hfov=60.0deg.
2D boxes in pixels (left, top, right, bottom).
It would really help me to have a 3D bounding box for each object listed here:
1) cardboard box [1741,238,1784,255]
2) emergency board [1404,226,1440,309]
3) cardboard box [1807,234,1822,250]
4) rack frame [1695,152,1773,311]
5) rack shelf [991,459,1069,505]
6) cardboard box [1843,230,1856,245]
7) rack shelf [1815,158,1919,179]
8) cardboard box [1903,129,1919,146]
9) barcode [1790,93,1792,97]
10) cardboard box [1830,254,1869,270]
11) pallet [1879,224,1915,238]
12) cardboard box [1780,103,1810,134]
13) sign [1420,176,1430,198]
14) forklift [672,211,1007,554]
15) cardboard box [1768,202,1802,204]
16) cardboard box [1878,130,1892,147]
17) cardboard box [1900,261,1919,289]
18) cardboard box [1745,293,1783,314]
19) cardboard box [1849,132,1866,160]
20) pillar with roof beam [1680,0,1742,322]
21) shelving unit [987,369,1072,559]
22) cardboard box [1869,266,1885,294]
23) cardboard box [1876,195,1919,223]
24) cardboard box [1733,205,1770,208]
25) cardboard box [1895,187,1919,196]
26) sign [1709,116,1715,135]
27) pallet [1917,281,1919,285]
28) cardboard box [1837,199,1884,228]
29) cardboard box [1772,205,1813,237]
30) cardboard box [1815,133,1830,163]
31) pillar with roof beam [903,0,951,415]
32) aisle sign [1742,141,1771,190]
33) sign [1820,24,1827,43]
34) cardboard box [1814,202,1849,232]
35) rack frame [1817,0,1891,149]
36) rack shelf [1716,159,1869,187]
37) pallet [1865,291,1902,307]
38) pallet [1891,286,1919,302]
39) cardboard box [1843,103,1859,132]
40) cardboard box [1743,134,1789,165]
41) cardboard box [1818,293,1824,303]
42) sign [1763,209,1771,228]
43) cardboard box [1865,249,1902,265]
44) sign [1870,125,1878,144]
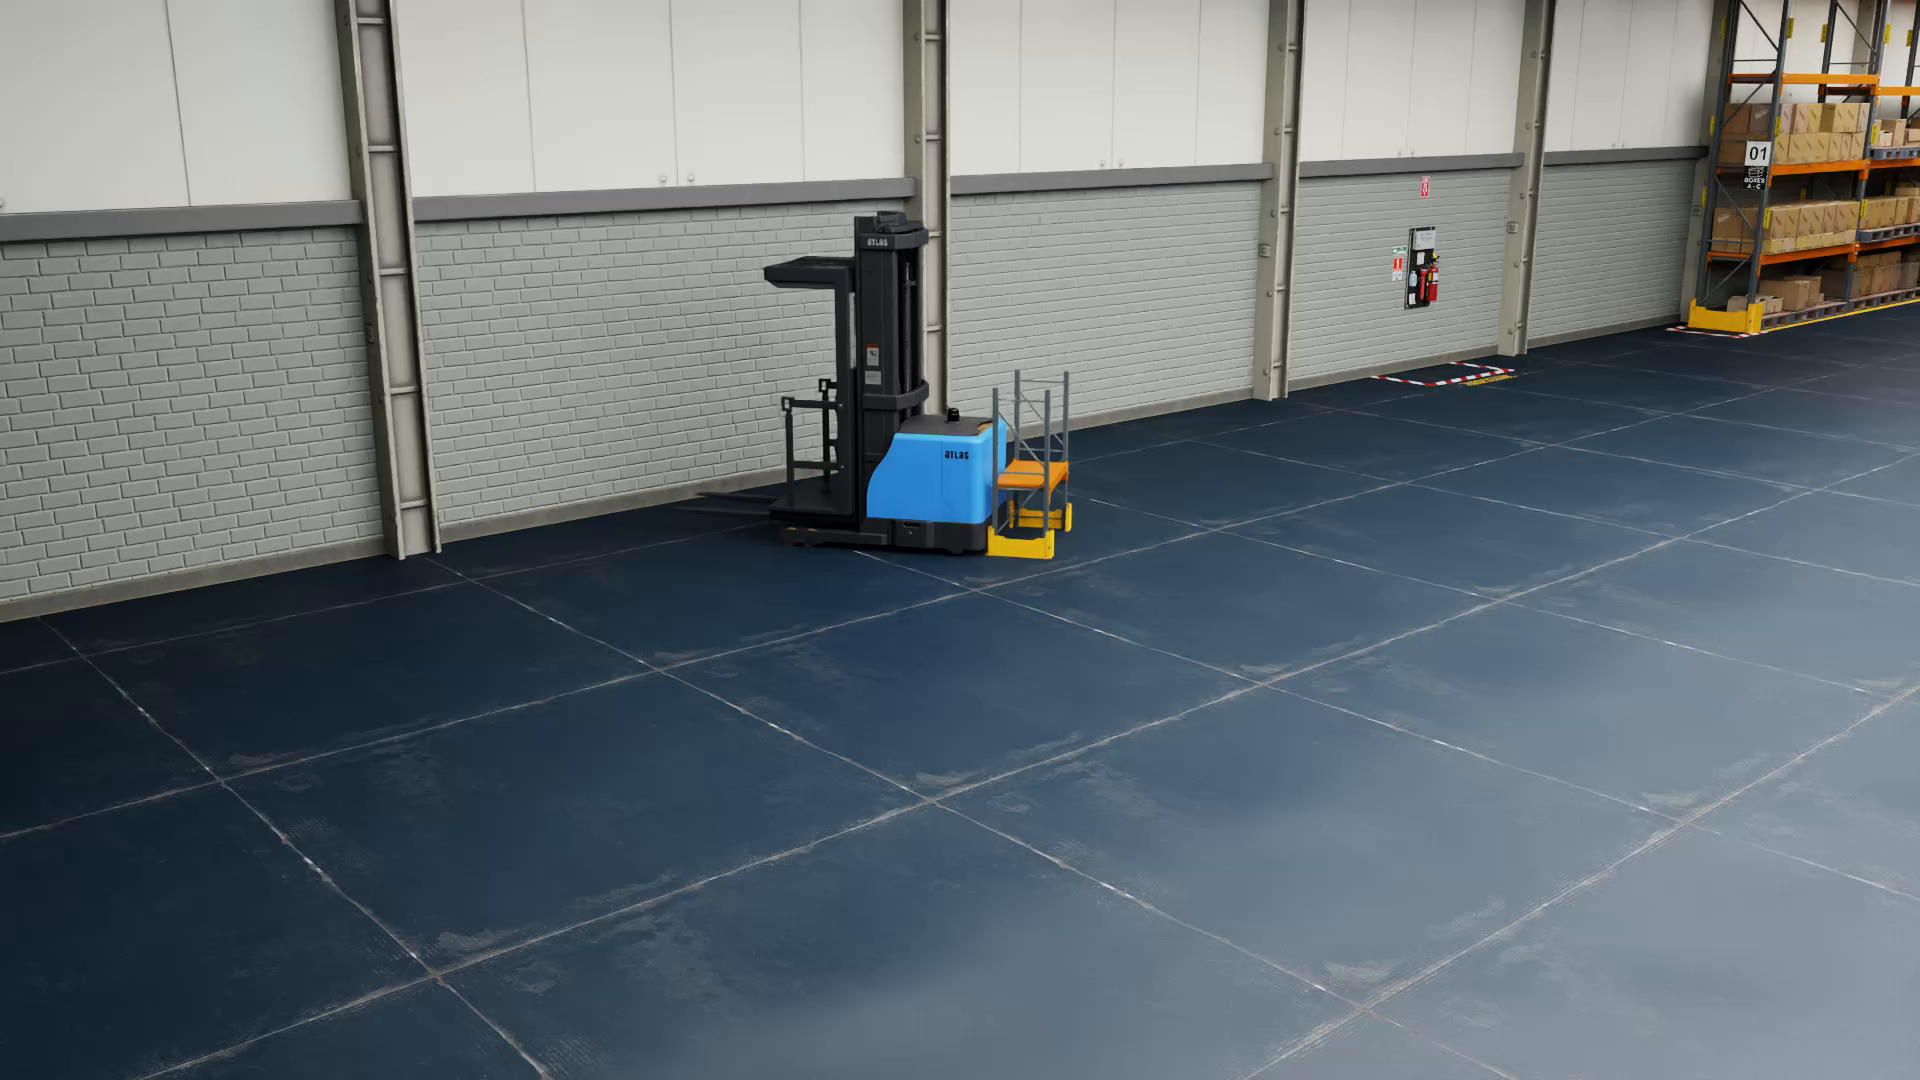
[{"bbox_3d":[13.844,-5.076,28.691,0.500,0.250,0.500,-13,20,-41],"label":"cardboard box"},{"bbox_3d":[6.812,-3.977,24.326,0.643,1.169,0.194,-13,19,-39],"label":"emergency board"},{"bbox_3d":[14.998,-5.337,29.669,0.500,0.250,0.500,-12,19,-39],"label":"cardboard box"},{"bbox_3d":[13.268,-5.118,28.597,0.127,3.000,1.000,-13,19,-39],"label":"rack frame"},{"bbox_3d":[0.641,-0.532,15.032,0.538,0.185,1.000,3,15,12],"label":"rack shelf"},{"bbox_3d":[16.127,-5.593,30.629,0.500,0.250,0.500,-13,19,-39],"label":"cardboard box"},{"bbox_3d":[17.794,-7.236,32.108,4.000,0.370,1.077,-13,19,-39],"label":"rack shelf"},{"bbox_3d":[18.264,-7.780,32.513,0.637,0.503,0.797,-9,18,-32],"label":"cardboard box"},{"bbox_3d":[14.954,-8.011,29.933,0.075,0.075,0.001,-13,19,-39],"label":"barcode"},{"bbox_3d":[17.160,-5.366,32.063,0.500,0.250,0.500,-13,20,-41],"label":"cardboard box"},{"bbox_3d":[17.836,-6.037,32.410,1.213,0.211,1.003,-13,19,-39],"label":"pallet"},{"bbox_3d":[14.129,-7.201,28.414,0.500,0.500,0.500,-13,20,-40],"label":"cardboard box"},{"bbox_3d":[6.741,-5.115,24.095,0.199,0.298,0.001,-13,19,-39],"label":"sign"},{"bbox_3d":[-1.140,-1.478,15.103,3.031,2.935,1.130,4,15,14],"label":"forklift"},{"bbox_3d":[15.021,-5.886,30.270,0.500,0.500,0.500,-12,19,-38],"label":"cardboard box"},{"bbox_3d":[17.215,-7.586,31.383,0.500,0.311,0.500,-12,19,-38],"label":"cardboard box"},{"bbox_3d":[18.794,-5.346,33.441,0.500,0.500,0.700,-12,19,-39],"label":"cardboard box"},{"bbox_3d":[14.279,-4.227,29.622,0.500,0.311,0.500,-11,18,-35],"label":"cardboard box"},{"bbox_3d":[16.065,-7.168,30.229,0.500,0.500,0.500,-12,19,-38],"label":"cardboard box"},{"bbox_3d":[16.054,-7.465,25.759,0.400,9.000,9.100,-13,19,-39],"label":"pillar with roof beam"},{"bbox_3d":[0.643,-0.708,14.994,0.587,1.500,1.083,3,15,12],"label":"shelving unit"},{"bbox_3d":[17.598,-5.104,32.537,0.500,0.500,0.700,-12,19,-39],"label":"cardboard box"},{"bbox_3d":[18.551,-6.552,32.921,0.700,0.500,0.500,14,20,42],"label":"cardboard box"},{"bbox_3d":[13.870,-5.622,29.283,0.500,0.500,0.500,-12,19,-39],"label":"cardboard box"},{"bbox_3d":[18.829,-6.925,33.061,0.380,0.149,0.250,12,19,38],"label":"cardboard box"},{"bbox_3d":[12.918,-7.106,28.513,0.005,0.325,0.100,-13,19,-39],"label":"sign"},{"bbox_3d":[19.947,-5.245,34.475,1.213,0.211,1.003,-13,19,-39],"label":"pallet"},{"bbox_3d":[17.118,-6.229,31.711,0.500,0.500,0.700,-10,18,-34],"label":"cardboard box"},{"bbox_3d":[14.598,-5.608,29.230,0.500,0.500,0.500,-13,20,-41],"label":"cardboard box"},{"bbox_3d":[14.892,-6.900,29.226,0.500,0.500,0.500,-11,19,-36],"label":"cardboard box"},{"bbox_3d":[2.475,-4.416,14.344,0.400,9.000,9.100,-13,19,-39],"label":"pillar with roof beam"},{"bbox_3d":[13.410,-6.303,27.997,0.004,0.787,0.394,-13,19,-39],"label":"aisle sign"},{"bbox_3d":[15.917,-9.328,30.619,0.005,0.325,0.100,-13,19,-39],"label":"sign"},{"bbox_3d":[15.759,-5.869,30.208,0.500,0.500,0.500,-13,20,-40],"label":"cardboard box"},{"bbox_3d":[16.285,-8.694,30.359,0.127,3.000,1.000,-13,19,-39],"label":"rack frame"},{"bbox_3d":[14.776,-6.558,29.571,4.000,0.370,1.077,-13,19,-39],"label":"rack shelf"},{"bbox_3d":[17.792,-4.788,32.766,1.213,0.211,1.003,-13,19,-39],"label":"pallet"},{"bbox_3d":[18.712,-4.994,33.536,1.213,0.211,1.003,-13,19,-39],"label":"pallet"},{"bbox_3d":[15.677,-7.552,29.729,0.500,0.500,0.500,-11,19,-36],"label":"cardboard box"},{"bbox_3d":[13.684,-6.633,28.224,0.500,0.500,0.500,-12,19,-38],"label":"cardboard box"},{"bbox_3d":[15.901,-4.542,31.081,0.380,0.166,0.250,13,20,40],"label":"cardboard box"},{"bbox_3d":[13.624,-5.430,28.090,0.005,0.325,0.100,-13,19,-39],"label":"sign"},{"bbox_3d":[18.323,-5.624,33.029,0.500,0.250,0.500,-12,19,-38],"label":"cardboard box"},{"bbox_3d":[16.647,-7.390,30.289,0.005,0.325,0.100,-13,19,-39],"label":"sign"}]
